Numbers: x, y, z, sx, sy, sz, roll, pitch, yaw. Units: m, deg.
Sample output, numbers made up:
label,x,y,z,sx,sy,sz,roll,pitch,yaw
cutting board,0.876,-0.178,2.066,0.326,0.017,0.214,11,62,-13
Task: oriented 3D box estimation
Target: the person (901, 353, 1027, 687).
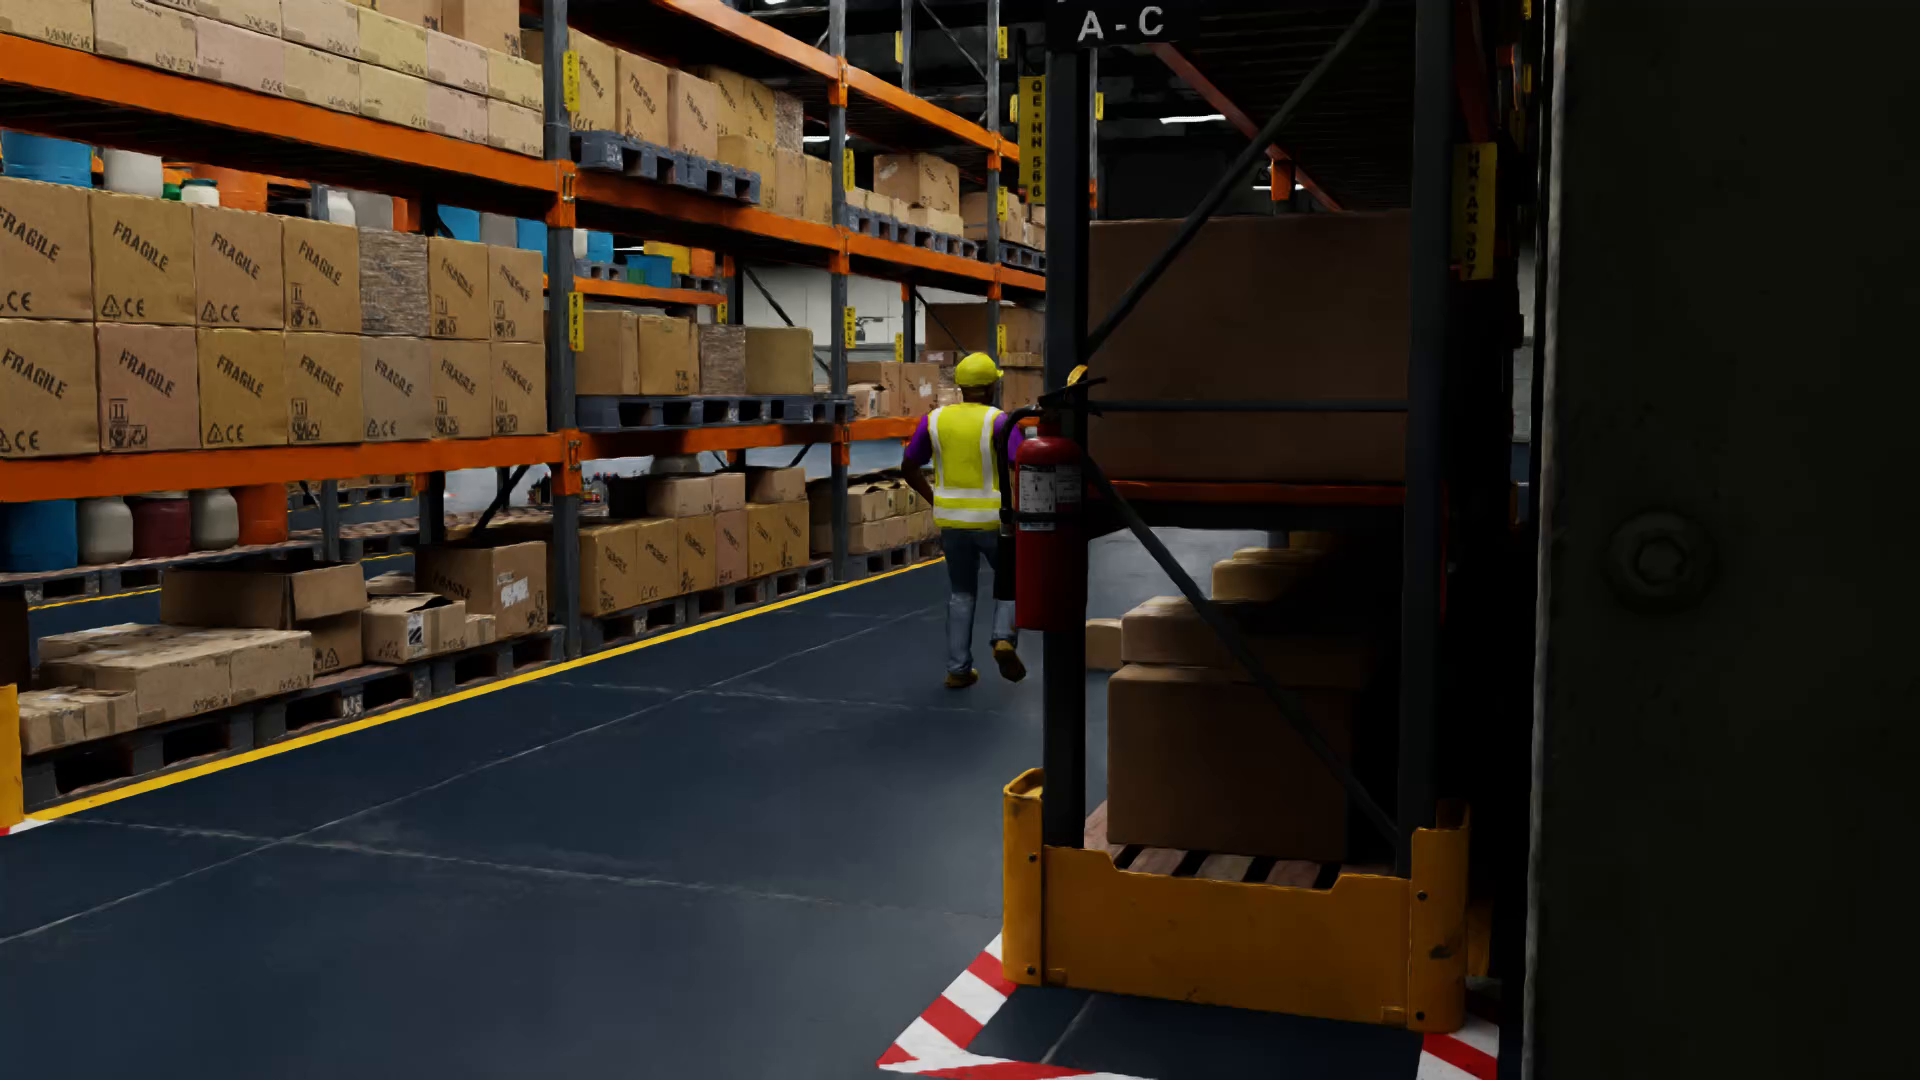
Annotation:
label,x,y,z,sx,sy,sz,roll,pitch,yaw
person,0.082,-0.099,8.649,0.766,1.737,0.518,2,5,20
